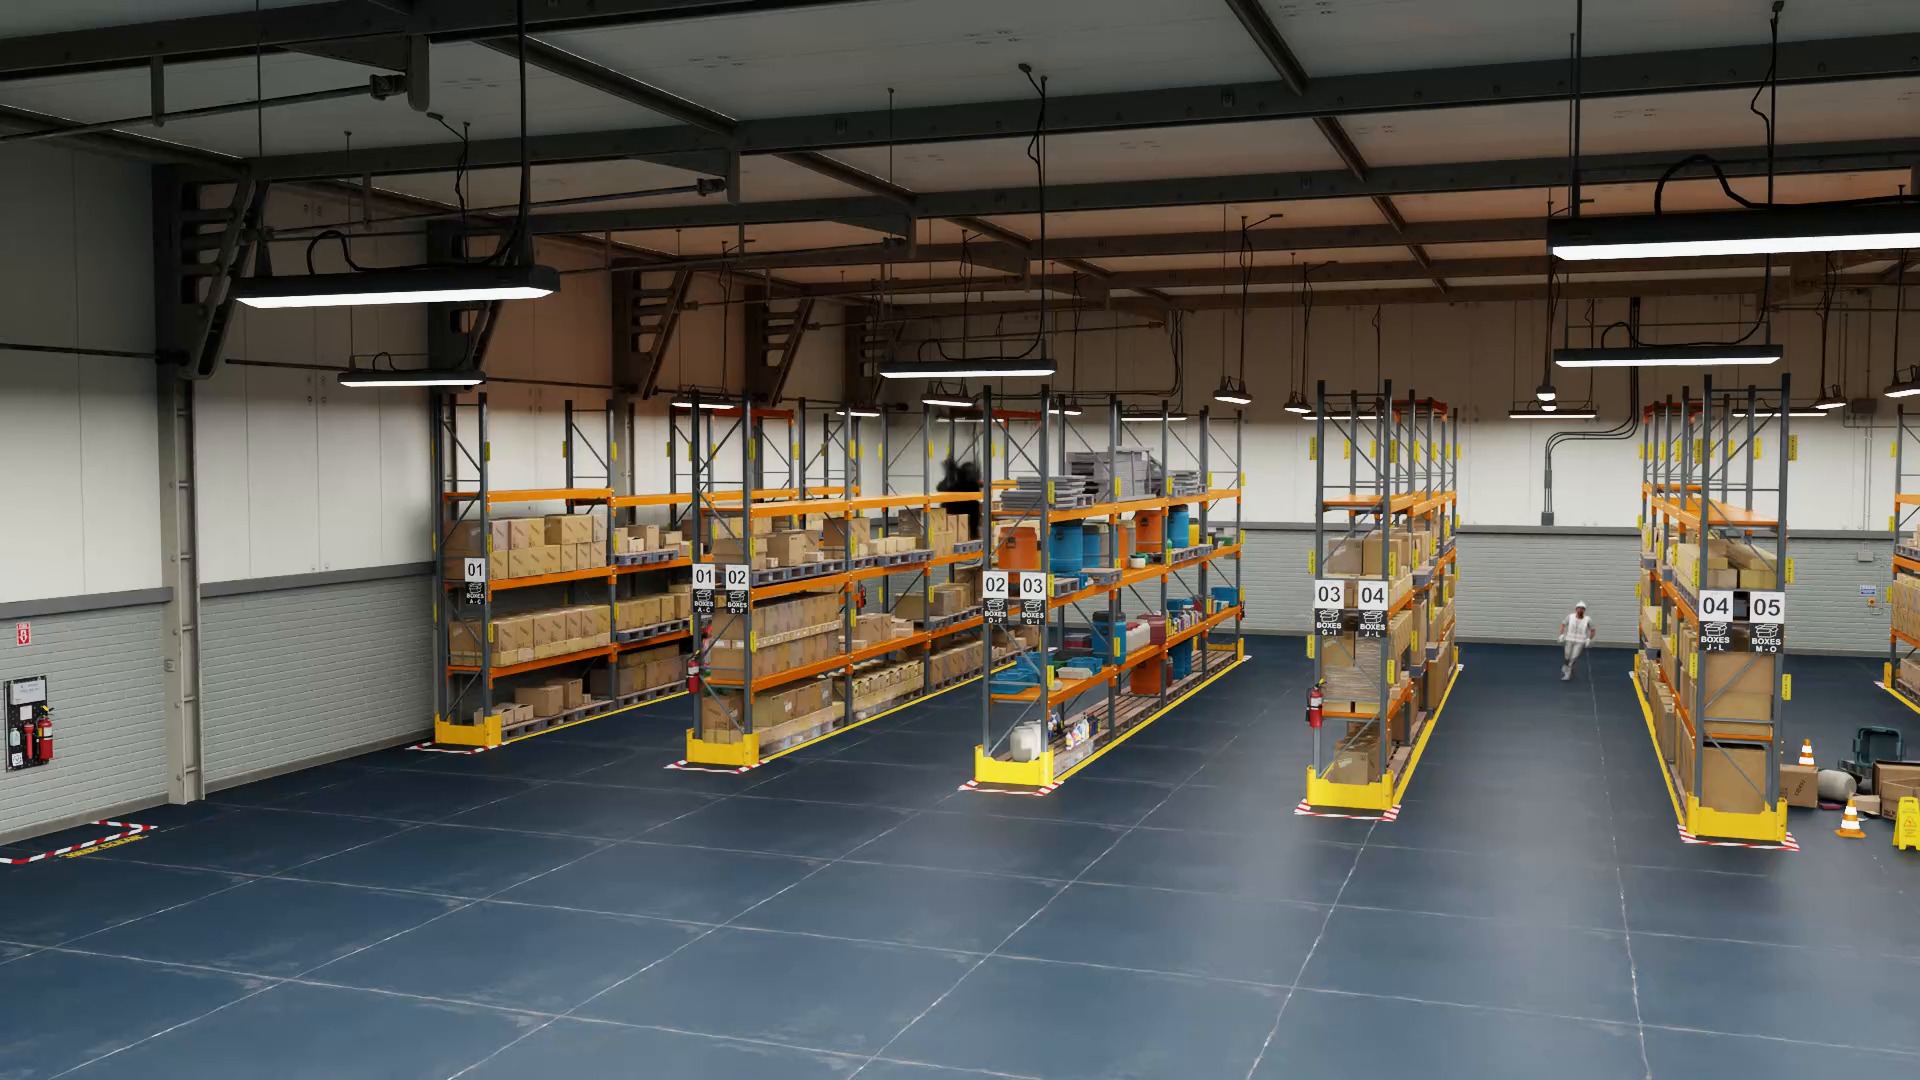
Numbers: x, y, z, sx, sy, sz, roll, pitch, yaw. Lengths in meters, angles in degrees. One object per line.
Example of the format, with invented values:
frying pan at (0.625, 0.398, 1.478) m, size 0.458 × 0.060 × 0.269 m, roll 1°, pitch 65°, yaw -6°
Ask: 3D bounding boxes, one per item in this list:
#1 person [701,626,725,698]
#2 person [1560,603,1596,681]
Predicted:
person at (-4.586, 2.469, 31.001) m, size 0.672 × 1.778 × 1.018 m, roll 1°, pitch 3°, yaw 10°
person at (13.484, 2.216, 36.321) m, size 0.728 × 1.705 × 0.602 m, roll 1°, pitch 3°, yaw 24°
